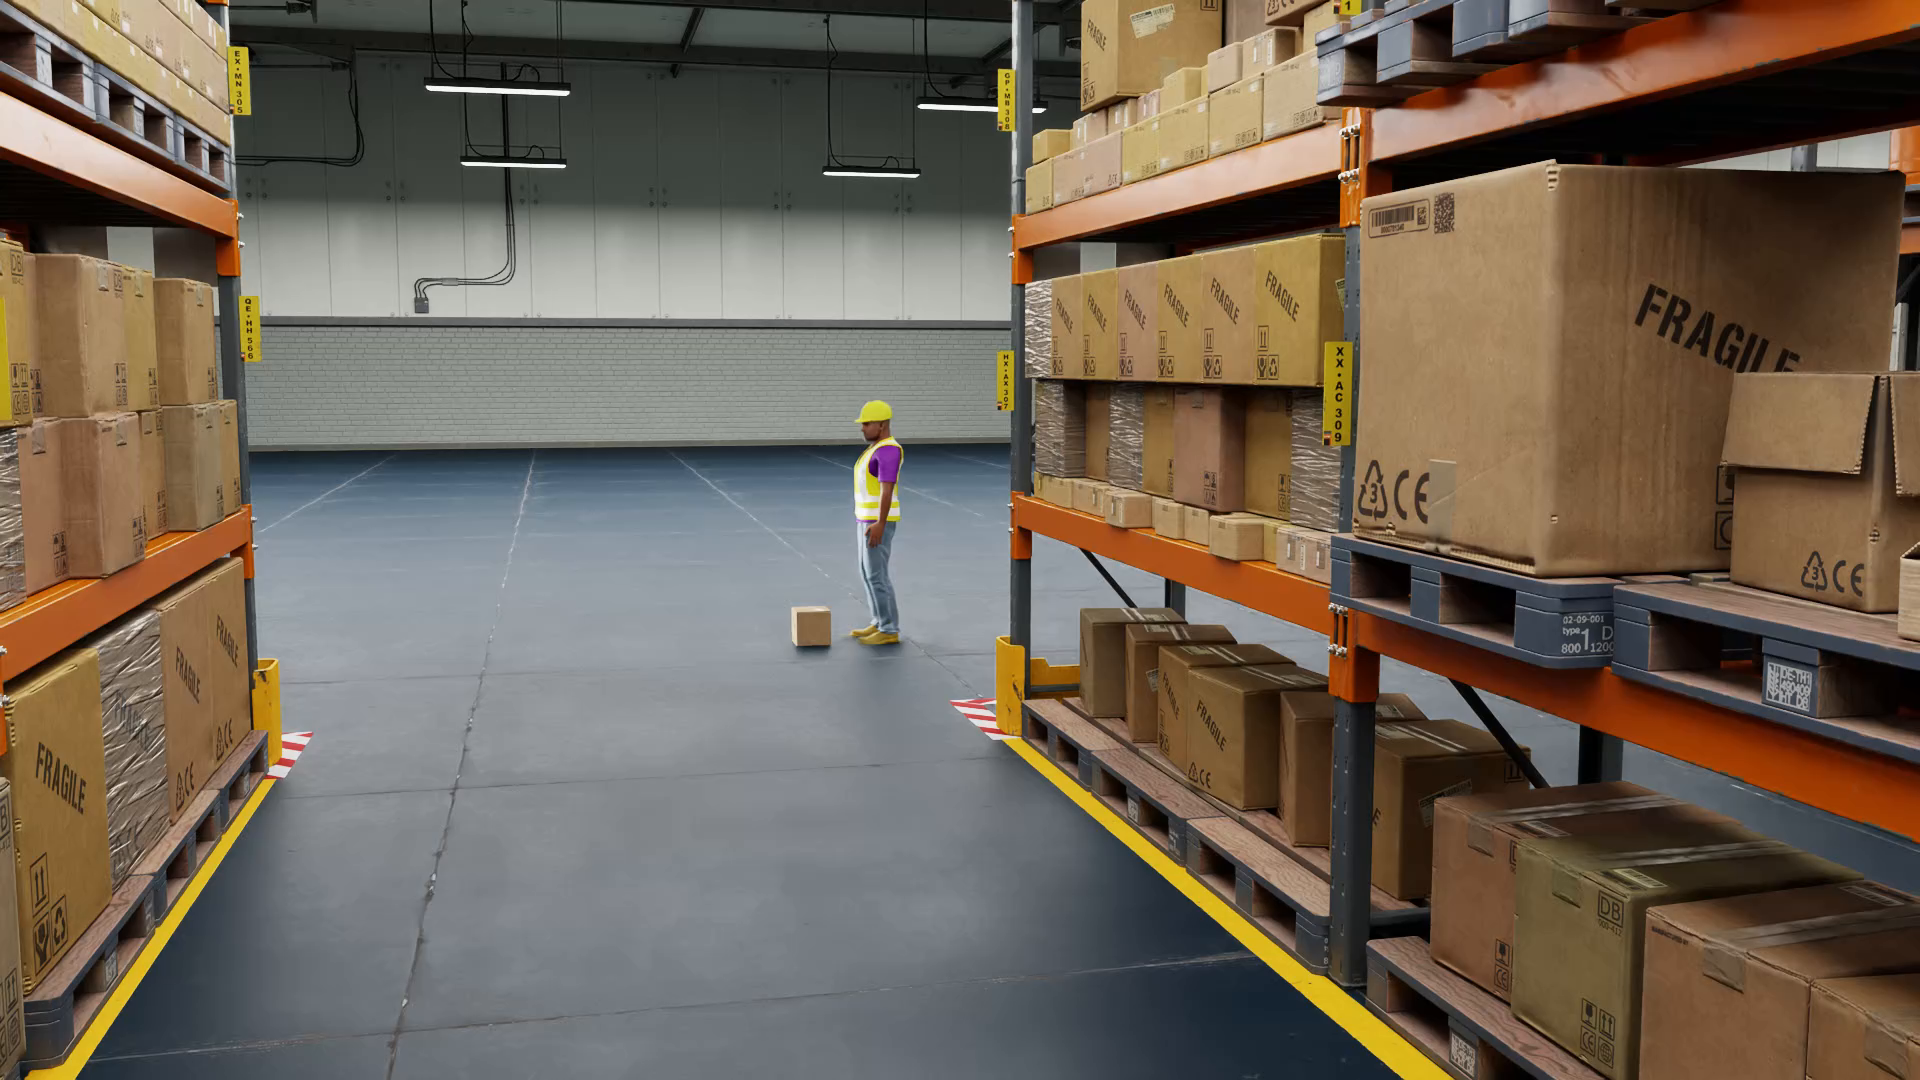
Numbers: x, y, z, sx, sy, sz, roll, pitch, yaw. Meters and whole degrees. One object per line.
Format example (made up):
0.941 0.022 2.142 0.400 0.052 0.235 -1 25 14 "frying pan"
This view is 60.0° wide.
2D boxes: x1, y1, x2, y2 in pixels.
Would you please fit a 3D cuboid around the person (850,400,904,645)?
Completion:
-0.602 -0.134 12.132 0.363 1.767 0.566 -1 6 -13 "person"
